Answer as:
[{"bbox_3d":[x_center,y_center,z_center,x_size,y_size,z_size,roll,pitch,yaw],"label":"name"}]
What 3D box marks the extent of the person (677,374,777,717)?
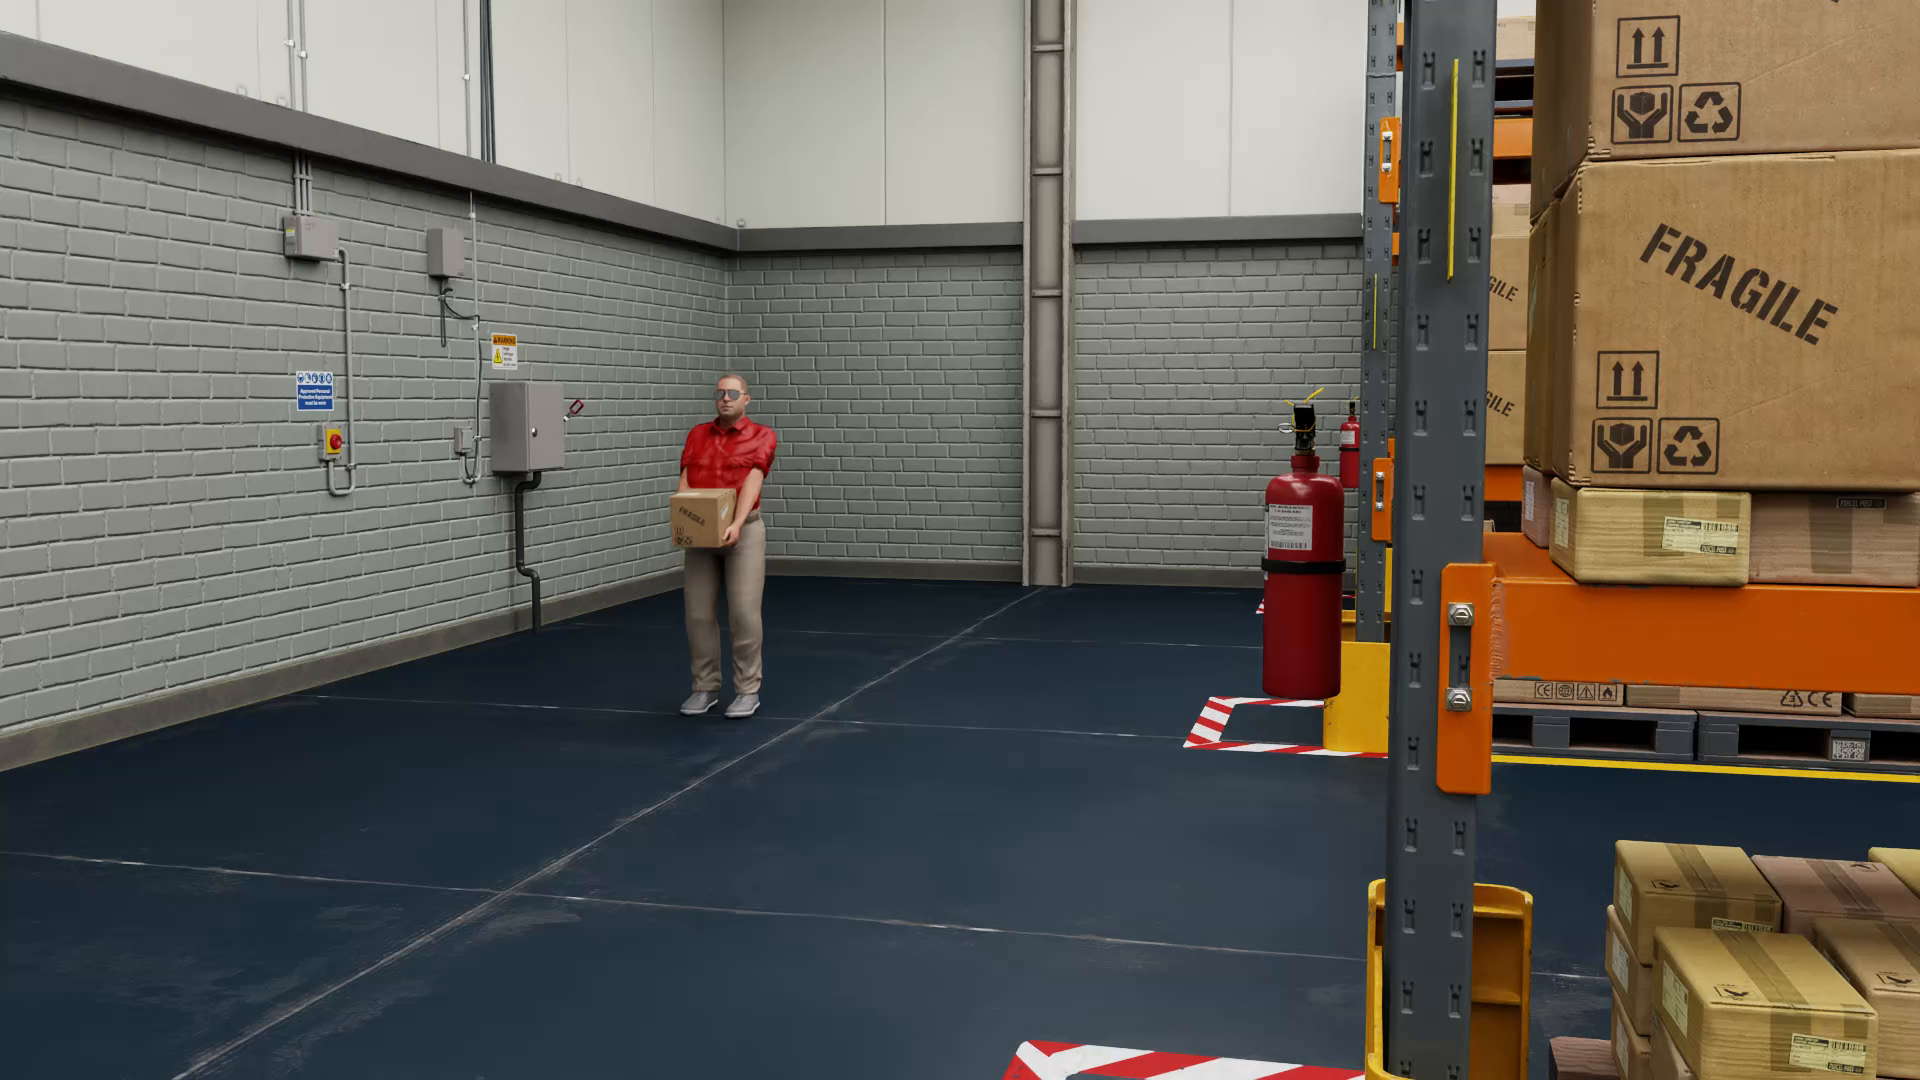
[{"bbox_3d":[-1.201,0.026,8.378,0.493,1.721,0.532,1,5,14],"label":"person"}]
